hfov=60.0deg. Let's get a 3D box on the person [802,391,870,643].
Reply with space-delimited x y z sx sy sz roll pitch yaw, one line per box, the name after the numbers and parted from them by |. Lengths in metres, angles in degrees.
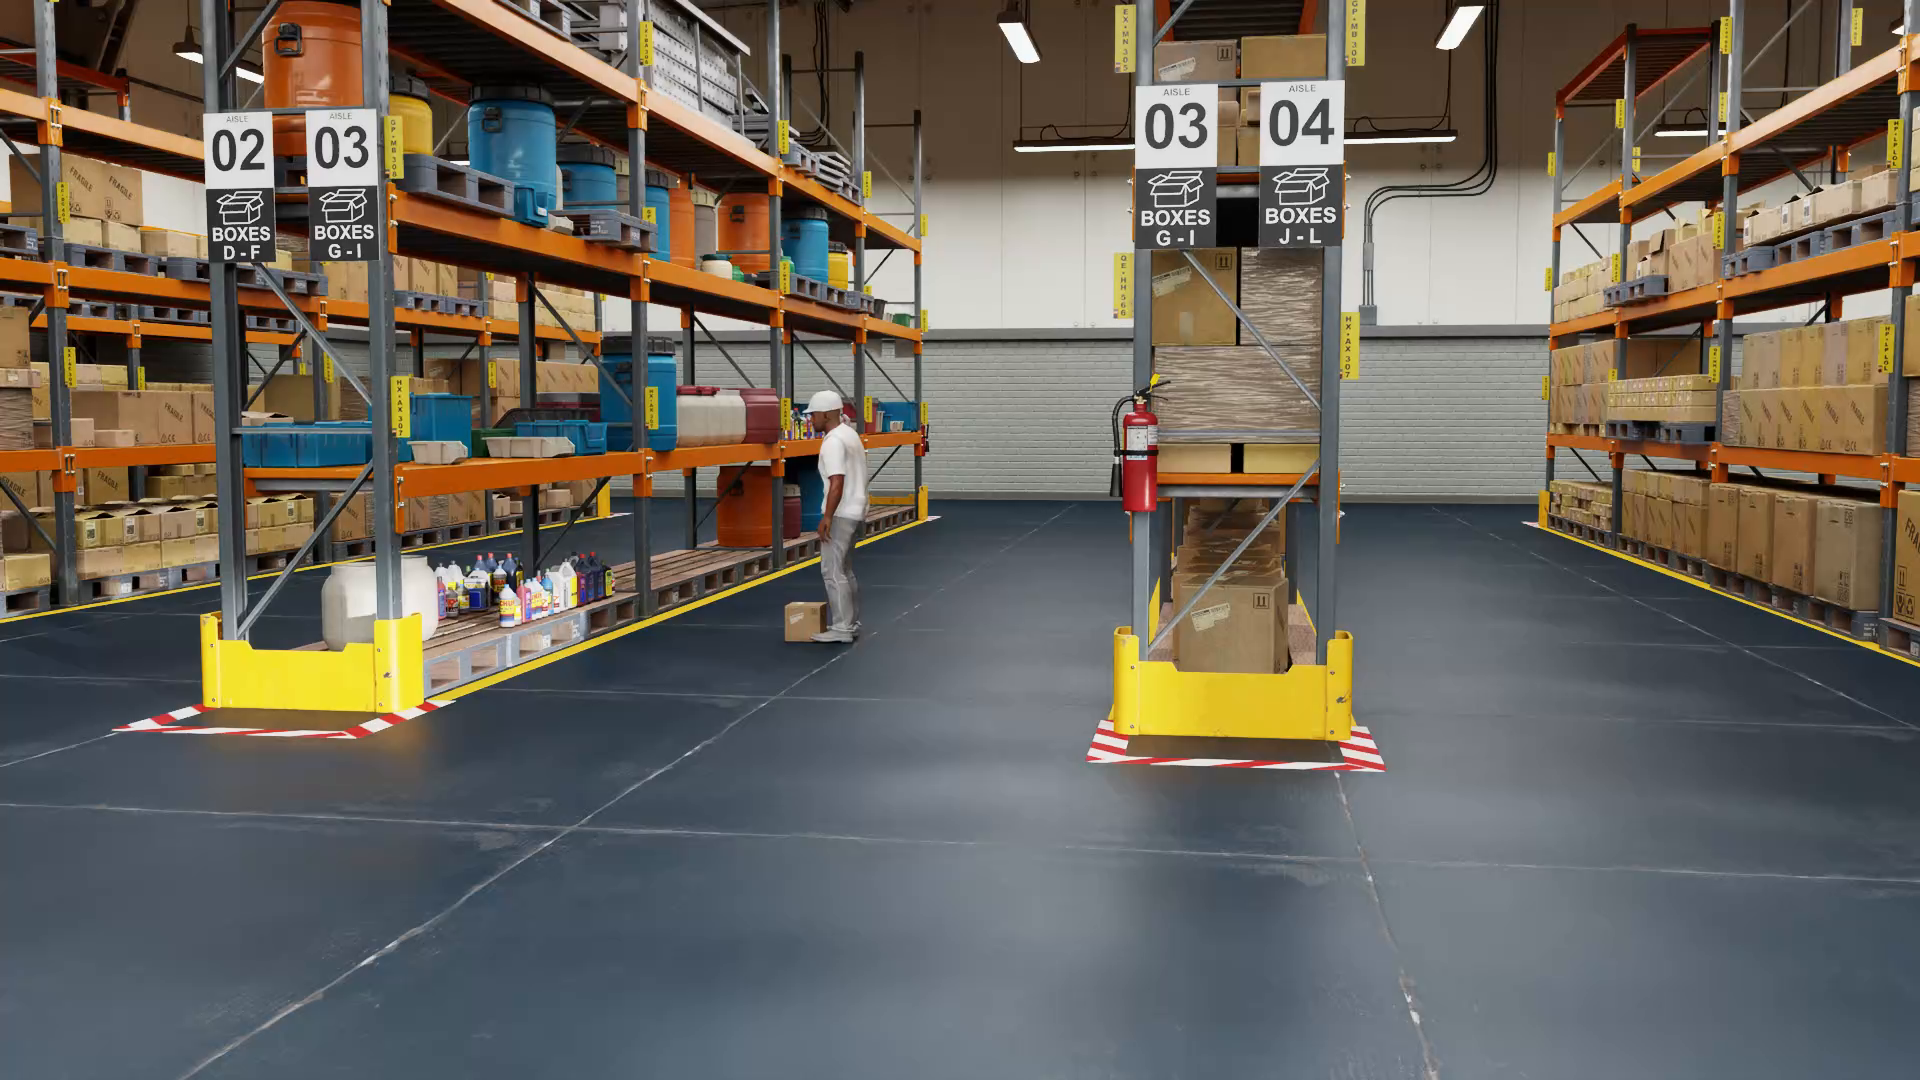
-0.872 -0.170 11.717 0.462 1.761 0.629 1 4 8 | person
